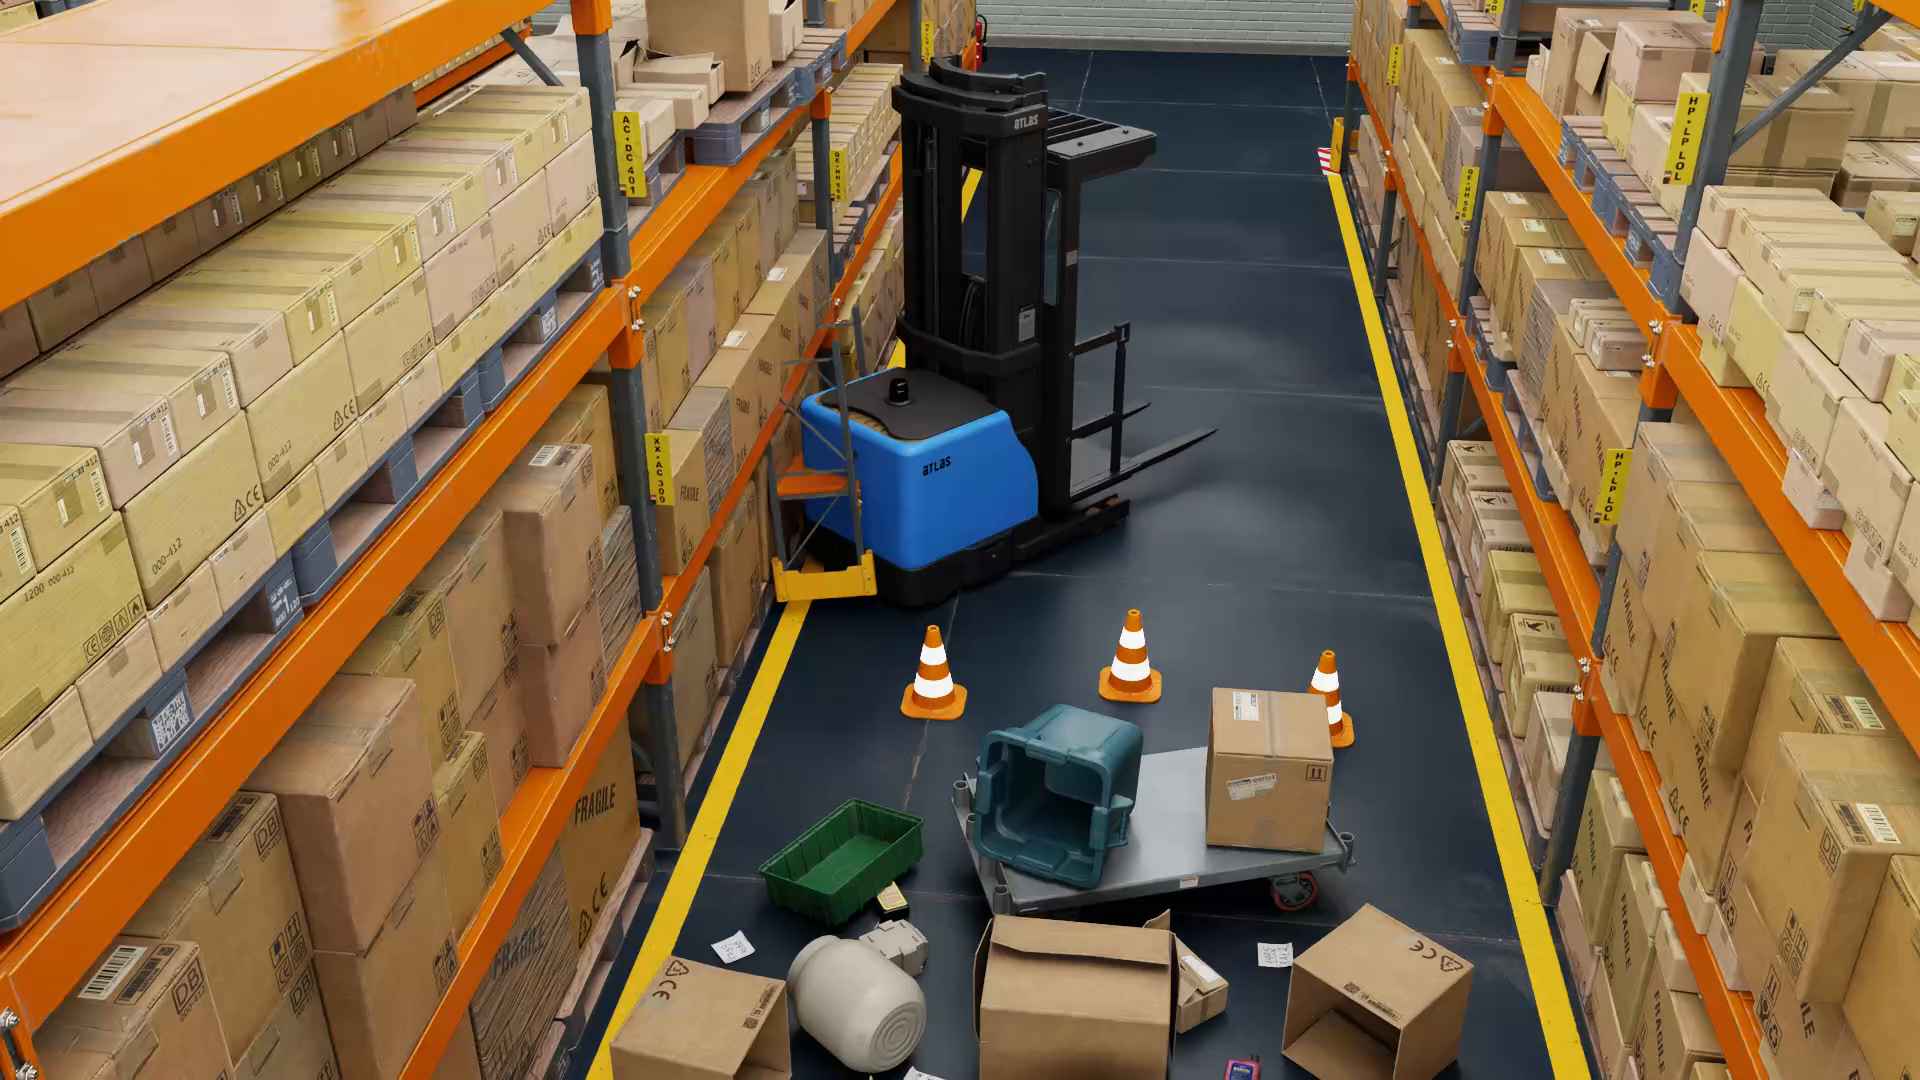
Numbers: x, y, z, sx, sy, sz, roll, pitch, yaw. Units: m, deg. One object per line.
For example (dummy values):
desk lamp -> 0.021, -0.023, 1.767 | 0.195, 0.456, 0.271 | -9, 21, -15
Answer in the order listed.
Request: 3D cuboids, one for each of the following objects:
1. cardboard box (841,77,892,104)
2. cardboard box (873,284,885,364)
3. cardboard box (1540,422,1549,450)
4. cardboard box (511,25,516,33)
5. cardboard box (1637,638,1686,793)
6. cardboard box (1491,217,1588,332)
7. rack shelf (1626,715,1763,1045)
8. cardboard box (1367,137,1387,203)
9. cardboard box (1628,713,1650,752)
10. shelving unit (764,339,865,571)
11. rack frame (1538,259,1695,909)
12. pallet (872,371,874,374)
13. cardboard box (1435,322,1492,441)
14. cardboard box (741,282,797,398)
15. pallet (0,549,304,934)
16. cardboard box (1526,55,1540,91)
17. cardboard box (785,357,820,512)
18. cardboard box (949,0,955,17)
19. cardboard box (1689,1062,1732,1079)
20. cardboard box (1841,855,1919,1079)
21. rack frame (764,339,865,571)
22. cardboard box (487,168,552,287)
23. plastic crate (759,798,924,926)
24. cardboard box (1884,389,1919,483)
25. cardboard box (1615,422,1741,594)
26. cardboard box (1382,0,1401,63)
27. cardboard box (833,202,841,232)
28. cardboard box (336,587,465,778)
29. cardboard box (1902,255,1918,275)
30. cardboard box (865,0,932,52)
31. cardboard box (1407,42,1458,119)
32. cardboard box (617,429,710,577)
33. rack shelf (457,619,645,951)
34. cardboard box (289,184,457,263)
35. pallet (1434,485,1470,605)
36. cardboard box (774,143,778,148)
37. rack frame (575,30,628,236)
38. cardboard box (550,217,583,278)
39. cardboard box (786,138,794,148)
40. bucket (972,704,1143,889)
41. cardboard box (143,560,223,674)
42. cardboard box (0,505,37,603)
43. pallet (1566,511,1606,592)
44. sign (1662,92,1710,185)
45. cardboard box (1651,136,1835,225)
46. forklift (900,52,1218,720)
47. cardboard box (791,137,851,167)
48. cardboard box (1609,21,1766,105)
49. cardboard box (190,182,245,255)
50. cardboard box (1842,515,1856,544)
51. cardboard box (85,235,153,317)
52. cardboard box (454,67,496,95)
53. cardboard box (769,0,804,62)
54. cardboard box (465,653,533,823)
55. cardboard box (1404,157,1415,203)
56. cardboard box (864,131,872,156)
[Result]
cardboard box -> -0.743, -3.561, 13.185 | 0.380, 0.149, 0.250 | 2, 28, 5
cardboard box -> -0.855, -1.672, 12.676 | 0.500, 0.500, 0.500 | 3, 28, 5
cardboard box -> 3.052, -0.480, 8.092 | 0.380, 0.149, 0.250 | 3, 28, 6
cardboard box -> -4.989, -5.472, 17.802 | 0.380, 0.149, 0.250 | 4, 29, 7
cardboard box -> 2.754, 0.586, 5.873 | 0.500, 0.500, 0.500 | 3, 28, 6
cardboard box -> 3.272, -1.466, 9.239 | 0.500, 0.500, 0.500 | 5, 29, 9
rack shelf -> 2.878, 1.504, 5.139 | 0.919, 0.124, 3.809 | 3, 28, 6
cardboard box -> 4.508, -3.625, 16.368 | 0.875, 0.438, 0.875 | 4, 29, 8
cardboard box -> 2.787, 0.694, 6.355 | 0.380, 0.149, 0.250 | 4, 29, 8
shelving unit -> -0.822, -0.527, 9.887 | 0.500, 1.500, 0.985 | -4, 18, 4
rack frame -> 3.123, 0.332, 6.763 | 1.000, 3.000, 0.127 | 3, 28, 6
pallet -> -1.214, -0.931, 12.047 | 1.003, 0.211, 1.213 | 3, 28, 6
cardboard box -> 3.781, -1.120, 11.256 | 0.875, 0.875, 0.875 | 3, 28, 6
cardboard box -> -1.224, -1.137, 9.384 | 0.500, 0.500, 0.500 | 3, 28, 5
pallet -> -2.211, 0.344, 3.672 | 1.003, 0.211, 1.213 | 3, 28, 6
cardboard box -> 4.131, -4.043, 13.041 | 0.975, 1.149, 8.216 | 3, 28, 5
cardboard box -> -1.476, -0.704, 10.615 | 1.050, 0.750, 0.750 | 3, 28, 6
cardboard box -> -0.319, -5.209, 15.574 | 0.500, 0.500, 0.500 | 2, 28, 4
cardboard box -> 2.602, 2.035, 5.267 | 0.500, 0.500, 0.500 | 3, 28, 5
cardboard box -> 2.549, 1.109, 3.848 | 0.700, 0.500, 0.500 | 4, 29, 7
rack frame -> -0.845, -0.378, 9.435 | 0.500, 1.500, 0.032 | -4, 18, 4
cardboard box -> -1.670, -1.037, 5.439 | 0.500, 0.250, 0.500 | 3, 28, 6
plastic crate -> -0.523, 1.463, 7.568 | 0.450, 0.188, 0.662 | 9, 28, 37
cardboard box -> 2.536, -0.246, 4.098 | 0.380, 0.149, 0.250 | 4, 29, 7
cardboard box -> 2.854, -0.088, 6.070 | 0.700, 0.500, 0.500 | 3, 28, 6
cardboard box -> 3.958, -4.394, 14.376 | 0.507, 0.500, 0.507 | 3, 28, 6
cardboard box -> -1.023, -2.190, 11.267 | 0.380, 0.149, 0.250 | 5, 29, 9
cardboard box -> -2.093, 0.484, 5.184 | 0.875, 0.550, 0.500 | 3, 28, 6
cardboard box -> 3.336, -0.829, 5.600 | 0.500, 0.250, 0.500 | 3, 28, 6
cardboard box -> -0.524, -4.487, 14.235 | 0.500, 0.500, 0.500 | 4, 29, 7
cardboard box -> 3.729, -3.486, 12.691 | 0.500, 0.500, 0.500 | 3, 28, 6
cardboard box -> -1.470, -0.184, 7.615 | 0.500, 0.500, 0.500 | 4, 29, 7
rack shelf -> -2.047, 1.233, 5.568 | 0.919, 0.052, 3.809 | 3, 28, 6
cardboard box -> -1.686, -0.913, 4.787 | 0.380, 0.149, 0.250 | 3, 28, 6
pallet -> 3.516, 0.045, 10.236 | 1.003, 0.211, 1.213 | 3, 28, 6
cardboard box -> -1.547, -2.862, 12.201 | 0.380, 0.149, 0.250 | 4, 29, 7
rack frame -> -1.802, -2.549, 5.785 | 1.000, 3.000, 0.127 | 3, 28, 6
cardboard box -> -1.560, -1.038, 5.860 | 0.380, 0.149, 0.250 | 4, 29, 7
cardboard box -> -1.481, -2.974, 12.722 | 0.380, 0.149, 0.250 | 3, 28, 5
bucket -> 0.470, 1.062, 7.257 | 0.726, 0.611, 0.620 | 14, 21, 24
cardboard box -> -1.870, 0.156, 3.645 | 0.380, 0.149, 0.250 | 3, 29, 6
cardboard box -> -1.935, 0.047, 3.006 | 0.380, 0.149, 0.250 | 4, 29, 7
pallet -> 3.361, 0.065, 7.460 | 1.003, 0.211, 1.213 | 3, 28, 6
sign -> 2.572, -1.420, 5.892 | 0.100, 0.325, 0.005 | 3, 28, 6
cardboard box -> 3.051, -1.390, 6.513 | 0.500, 0.250, 0.500 | 3, 28, 5
forklift -> 0.515, -1.221, 9.717 | 3.733, 2.935, 2.033 | -24, 36, -37
cardboard box -> -0.965, -2.700, 11.585 | 0.380, 0.149, 0.250 | 2, 28, 4
cardboard box -> 3.171, -2.089, 7.283 | 0.500, 0.250, 0.500 | 4, 29, 7
cardboard box -> -2.338, -0.947, 4.850 | 0.380, 0.149, 0.250 | 3, 28, 6
cardboard box -> 2.652, -0.018, 4.515 | 0.380, 0.149, 0.250 | 4, 29, 7
cardboard box -> -2.478, -0.411, 3.856 | 0.388, 0.149, 1.526 | 3, 29, 6
cardboard box -> -5.352, -4.407, 17.358 | 0.875, 0.875, 0.875 | 3, 28, 6
cardboard box -> -1.142, -2.791, 8.944 | 0.500, 0.311, 0.500 | 3, 28, 6
cardboard box -> -2.063, 0.708, 5.907 | 0.875, 0.550, 0.550 | 3, 28, 6
cardboard box -> 3.647, -2.692, 12.534 | 0.500, 0.250, 0.500 | 3, 28, 6
cardboard box -> -0.868, -2.945, 12.355 | 0.380, 0.149, 0.250 | 4, 29, 8
